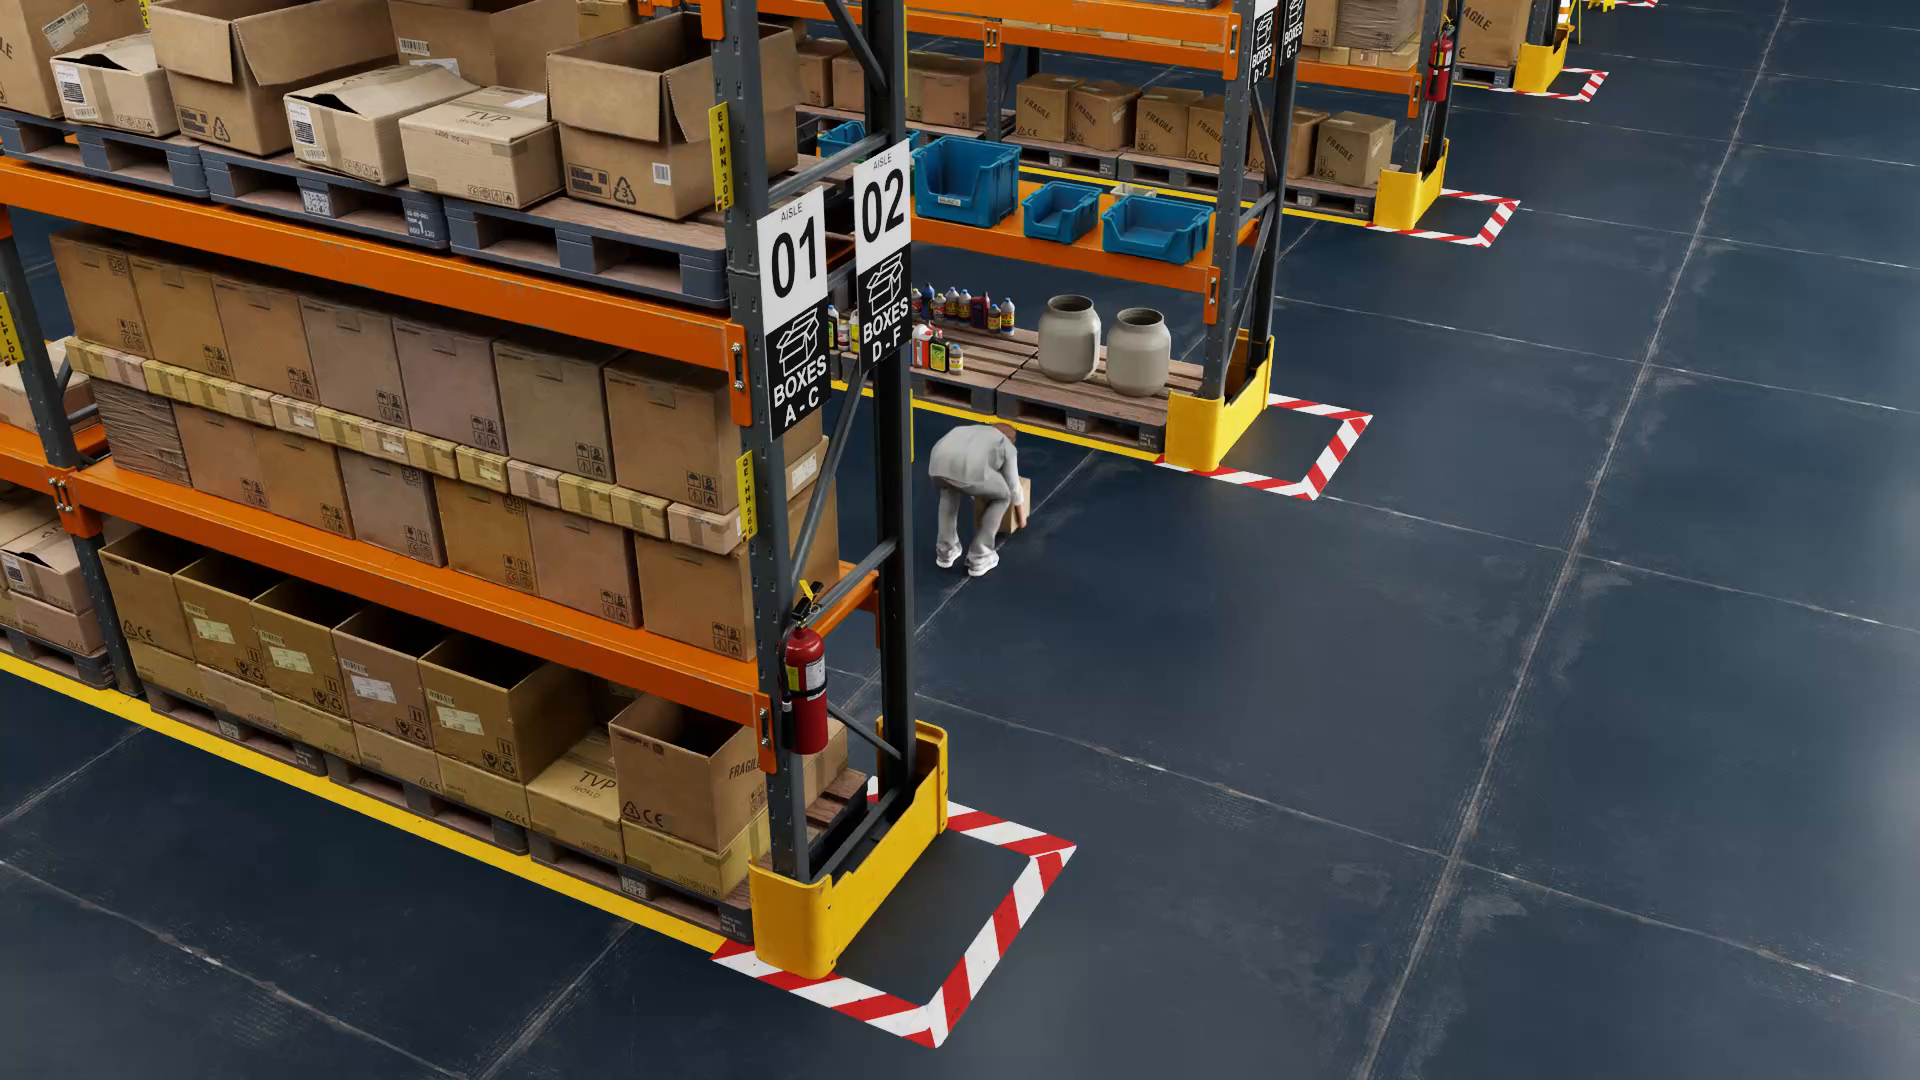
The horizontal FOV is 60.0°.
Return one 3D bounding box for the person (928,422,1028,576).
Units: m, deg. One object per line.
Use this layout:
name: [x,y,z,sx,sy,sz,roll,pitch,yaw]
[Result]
person: [0.101,-0.305,9.521,0.424,0.873,0.853,13,33,21]
